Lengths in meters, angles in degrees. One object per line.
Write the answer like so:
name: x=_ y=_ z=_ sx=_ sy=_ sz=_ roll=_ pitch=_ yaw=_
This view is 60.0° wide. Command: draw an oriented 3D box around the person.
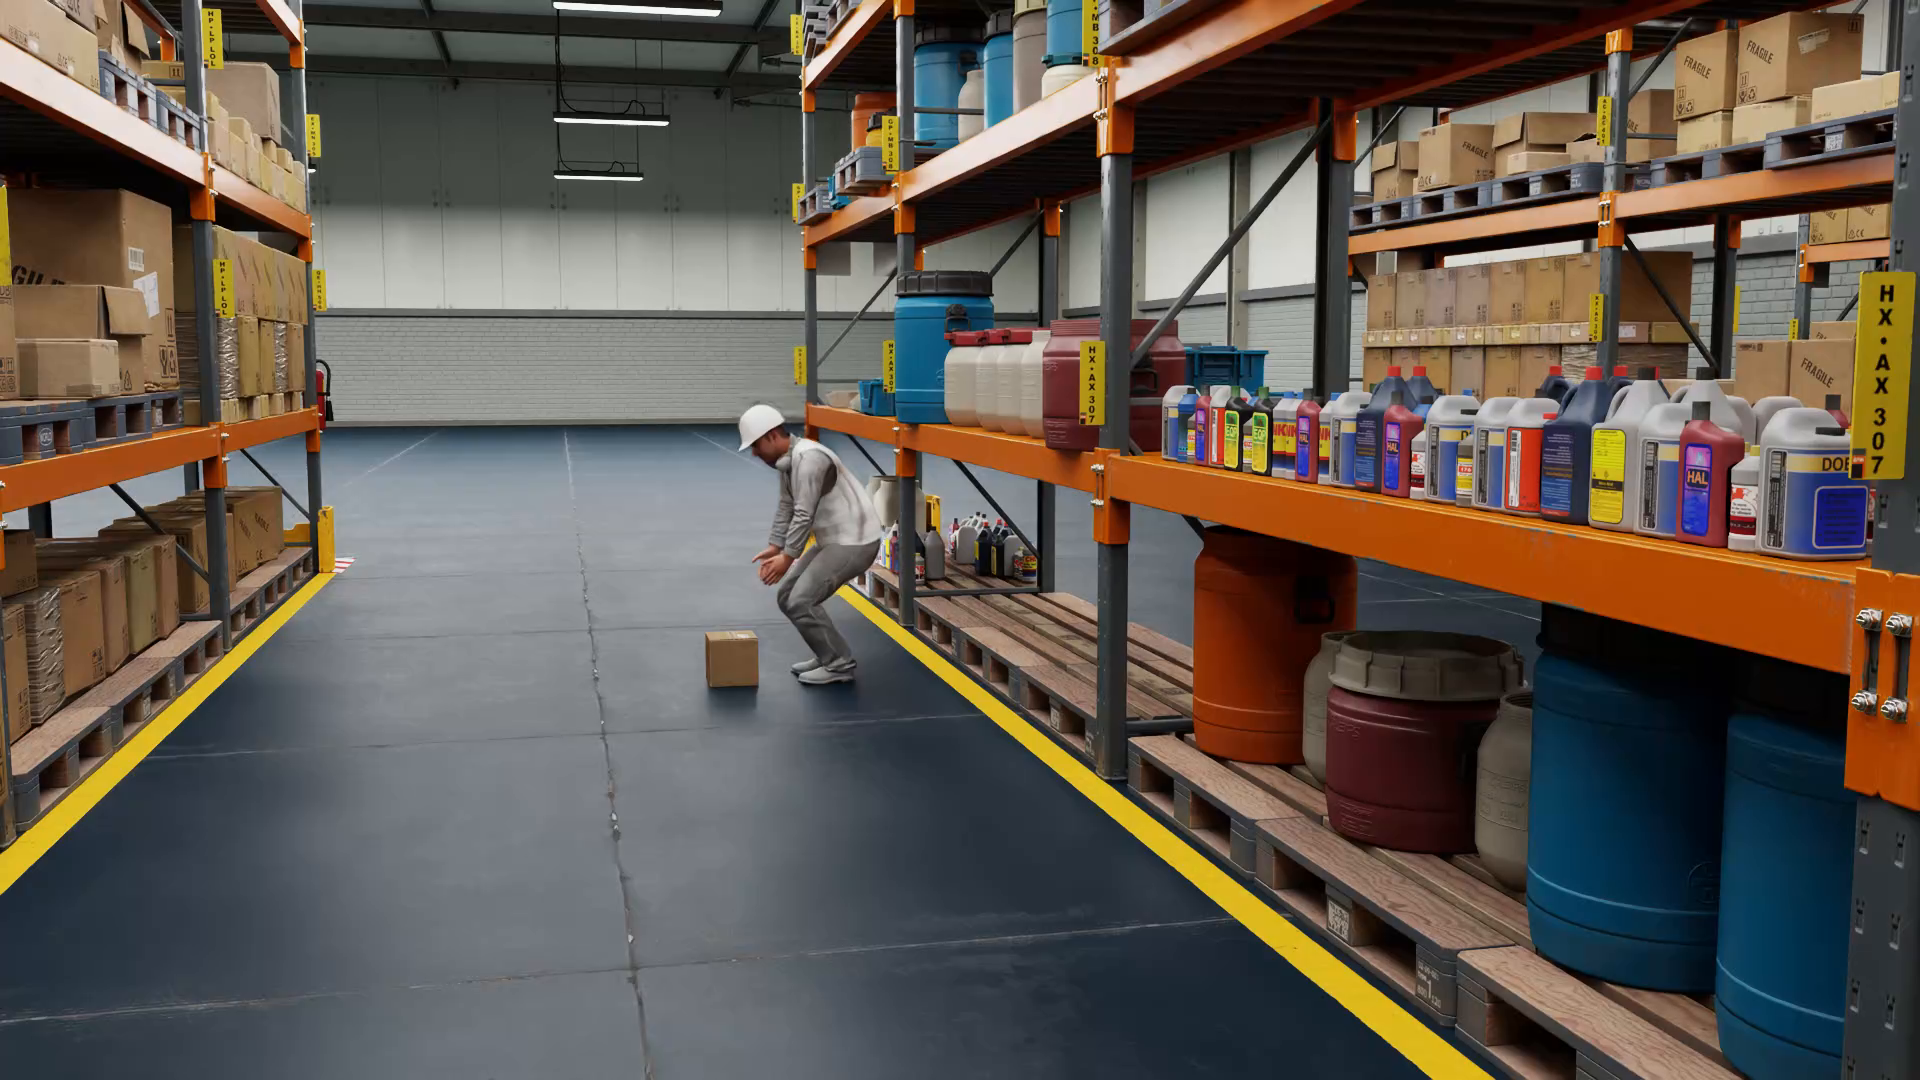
person: x=-0.777 y=0.020 z=8.692 sx=0.753 sy=1.449 sz=0.591 roll=-1 pitch=6 yaw=-14
